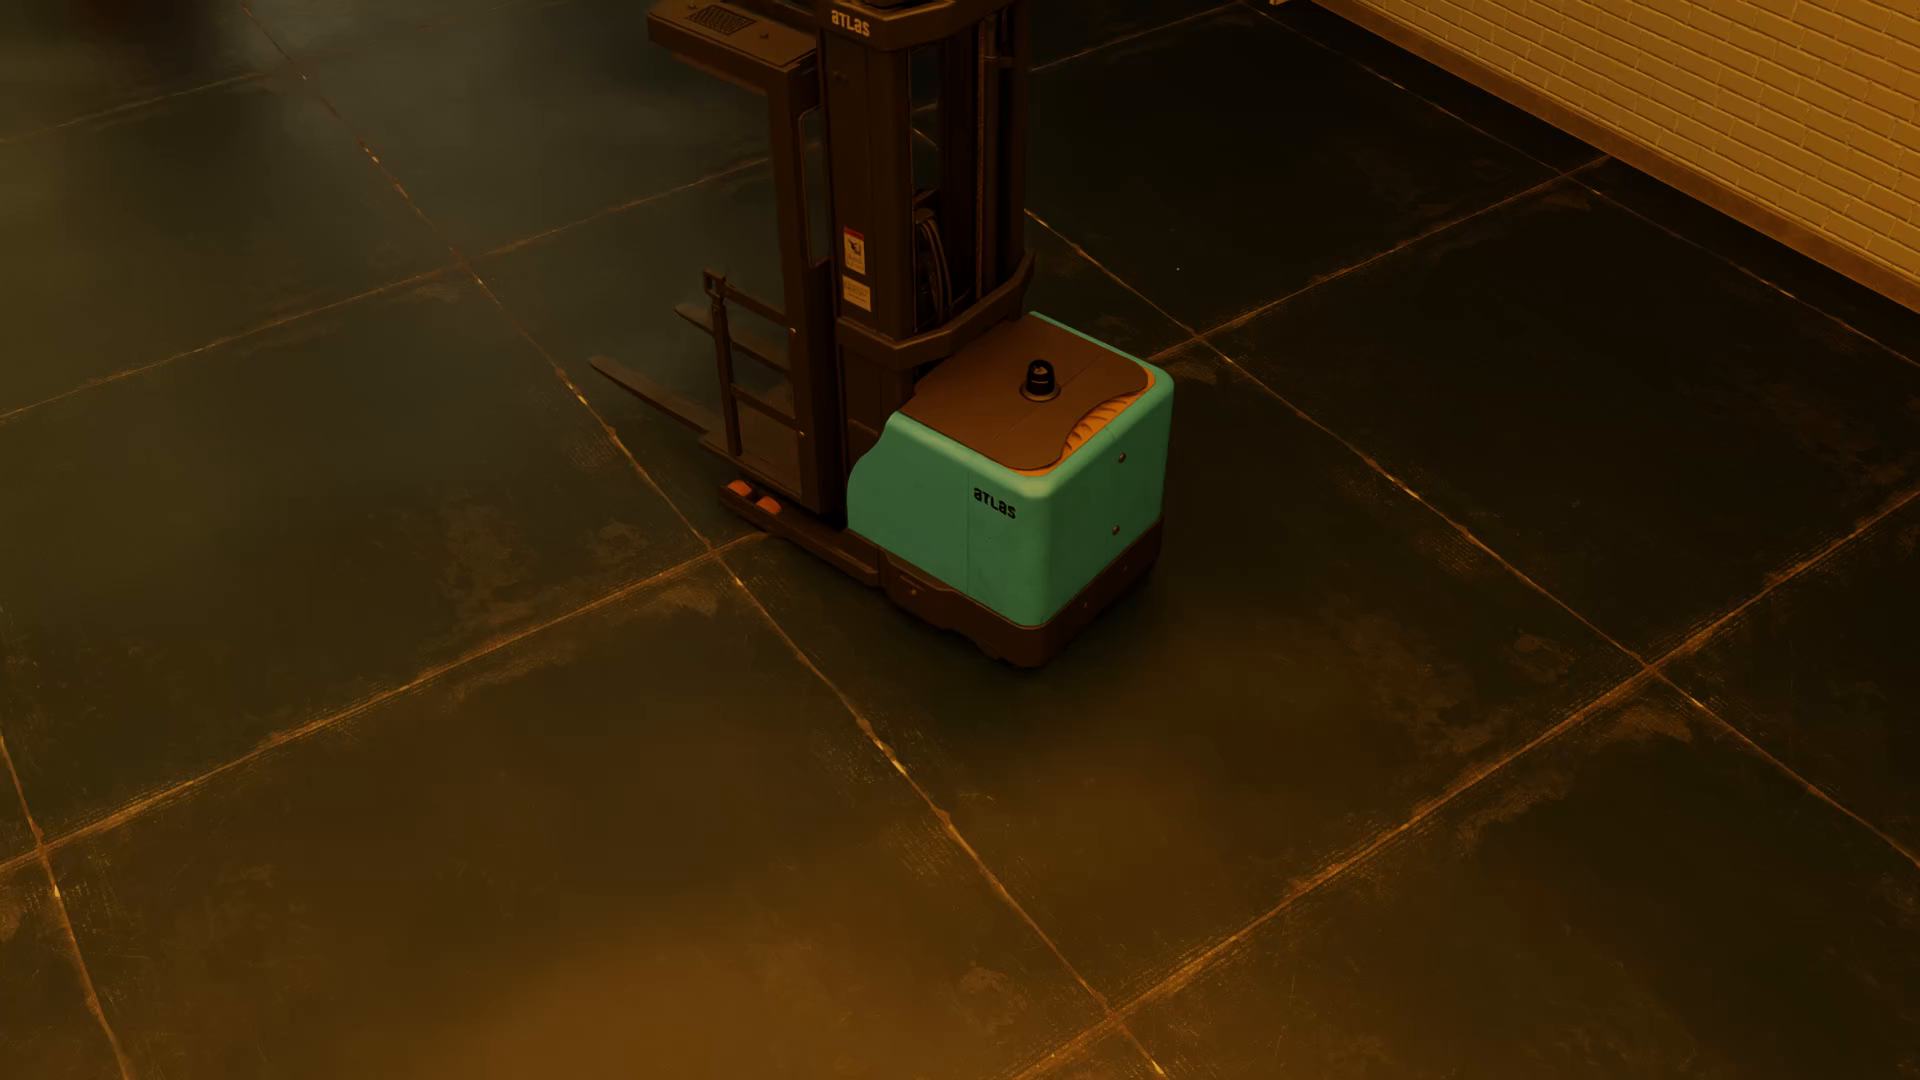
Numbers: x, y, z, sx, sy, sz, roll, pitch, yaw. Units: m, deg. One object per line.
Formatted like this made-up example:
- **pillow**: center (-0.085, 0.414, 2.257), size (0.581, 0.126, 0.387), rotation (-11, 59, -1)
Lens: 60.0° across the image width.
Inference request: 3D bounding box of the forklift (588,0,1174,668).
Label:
- **forklift**: center (-0.534, -1.367, 7.199), size (3.031, 2.935, 1.130), rotation (29, 50, 28)
